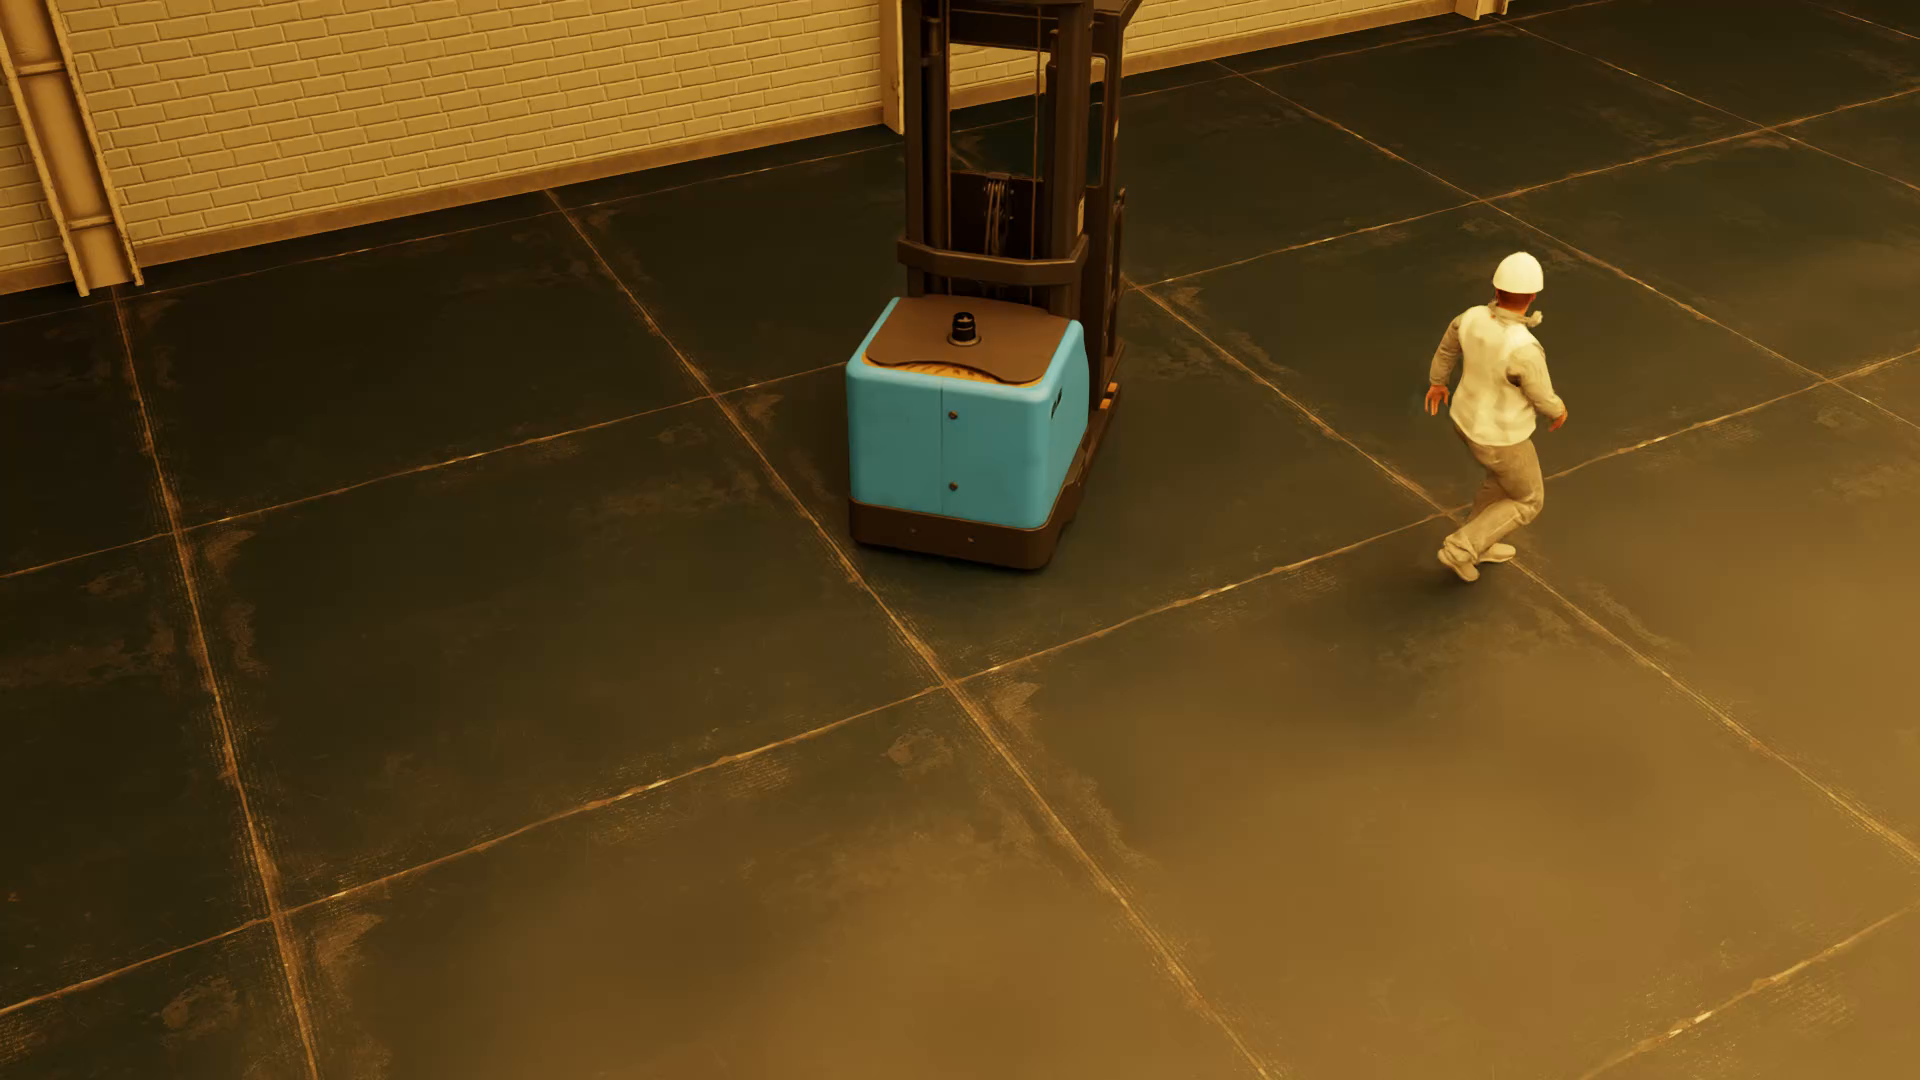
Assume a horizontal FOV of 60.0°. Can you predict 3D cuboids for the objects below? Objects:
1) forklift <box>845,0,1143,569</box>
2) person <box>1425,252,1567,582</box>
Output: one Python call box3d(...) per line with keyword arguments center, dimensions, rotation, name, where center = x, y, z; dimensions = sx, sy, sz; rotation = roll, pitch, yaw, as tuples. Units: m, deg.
box3d(center=(0.323, -1.899, 8.810), dimensions=(1.130, 2.935, 3.031), rotation=(9, 36, 13), name="forklift")
box3d(center=(2.592, -0.592, 8.015), dimensions=(0.555, 1.725, 0.705), rotation=(-6, 36, -9), name="person")
